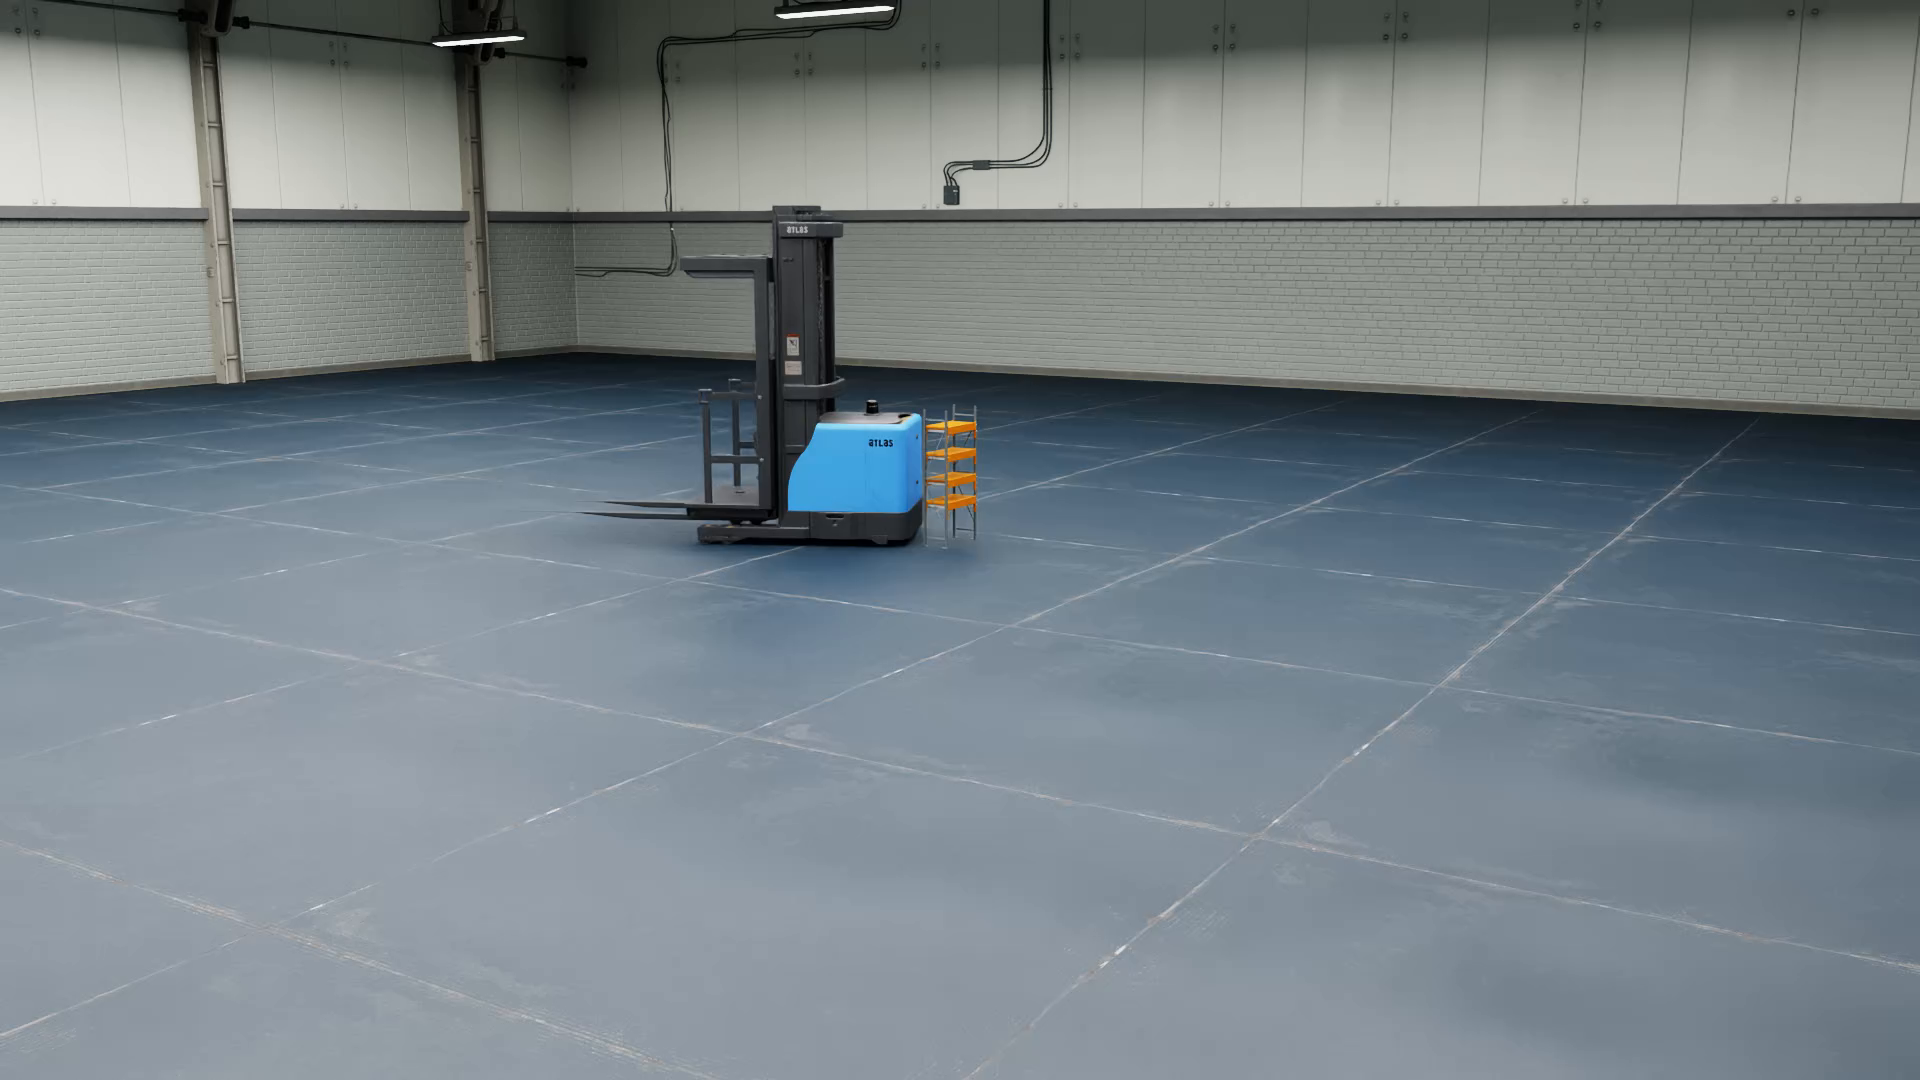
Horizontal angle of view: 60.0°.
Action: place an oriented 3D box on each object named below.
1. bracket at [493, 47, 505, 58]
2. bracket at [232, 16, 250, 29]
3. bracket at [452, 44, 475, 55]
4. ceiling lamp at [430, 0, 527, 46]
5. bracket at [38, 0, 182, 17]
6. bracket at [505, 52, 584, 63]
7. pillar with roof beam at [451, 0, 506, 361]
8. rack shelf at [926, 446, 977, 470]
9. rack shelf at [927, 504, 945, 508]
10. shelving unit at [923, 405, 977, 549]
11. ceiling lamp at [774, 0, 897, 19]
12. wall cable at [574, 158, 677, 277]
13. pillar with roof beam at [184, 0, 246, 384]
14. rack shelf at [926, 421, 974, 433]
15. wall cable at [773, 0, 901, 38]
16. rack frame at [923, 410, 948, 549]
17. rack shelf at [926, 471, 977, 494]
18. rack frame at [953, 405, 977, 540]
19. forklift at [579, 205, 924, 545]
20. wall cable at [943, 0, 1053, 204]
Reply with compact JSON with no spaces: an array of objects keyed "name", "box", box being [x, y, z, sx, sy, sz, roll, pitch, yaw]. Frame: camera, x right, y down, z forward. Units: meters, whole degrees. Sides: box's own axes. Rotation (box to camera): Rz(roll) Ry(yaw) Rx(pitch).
[{"name":"bracket","box":[-9.564,-10.017,34.140,0.235,0.232,0.430,6,12,31]},{"name":"bracket","box":[-12.679,-9.074,29.099,0.235,0.232,0.430,6,12,31]},{"name":"bracket","box":[-9.995,-9.887,33.442,0.235,0.232,0.430,6,12,31]},{"name":"ceiling lamp","box":[-8.029,-10.024,28.096,2.000,3.185,0.800,6,12,31]},{"name":"bracket","box":[-14.447,-8.538,26.237,0.076,0.066,4.783,6,12,31]},{"name":"bracket","box":[-8.640,-10.297,35.634,0.076,0.066,3.189,6,12,31]},{"name":"pillar with roof beam","box":[-6.403,-7.805,32.106,9.100,9.000,0.548,6,12,31]},{"name":"rack shelf","box":[-0.086,-0.717,14.590,0.258,0.148,0.480,6,12,31]},{"name":"rack shelf","box":[-0.086,-0.331,14.663,0.199,0.029,0.442,6,12,31]},{"name":"shelving unit","box":[-0.086,-0.564,14.619,0.258,1.200,0.503,6,12,31]},{"name":"ceiling lamp","box":[-1.713,-9.318,24.325,2.000,3.185,0.800,6,12,31]},{"name":"wall cable","box":[-7.423,-7.027,36.389,3.097,2.526,0.112,6,12,31]},{"name":"pillar with roof beam","box":[-9.518,-6.862,27.066,9.100,9.000,0.400,6,12,31]},{"name":"rack shelf","box":[-0.086,-0.988,14.540,0.221,0.050,0.457,6,12,31]},{"name":"wall cable","box":[-2.466,-11.191,32.546,3.097,2.526,0.112,6,12,31]},{"name":"rack frame","box":[-0.213,-0.525,14.414,0.240,1.200,0.015,6,12,31]},{"name":"rack shelf","box":[-0.086,-0.498,14.632,0.258,0.148,0.480,6,12,31]},{"name":"rack frame","box":[0.041,-0.602,14.824,0.240,1.200,0.015,6,12,31]},{"name":"forklift","box":[-1.890,-1.497,14.897,3.031,2.935,1.130,1,11,7]},{"name":"wall cable","box":[0.683,-9.316,30.932,2.305,6.003,0.169,6,12,31]}]
